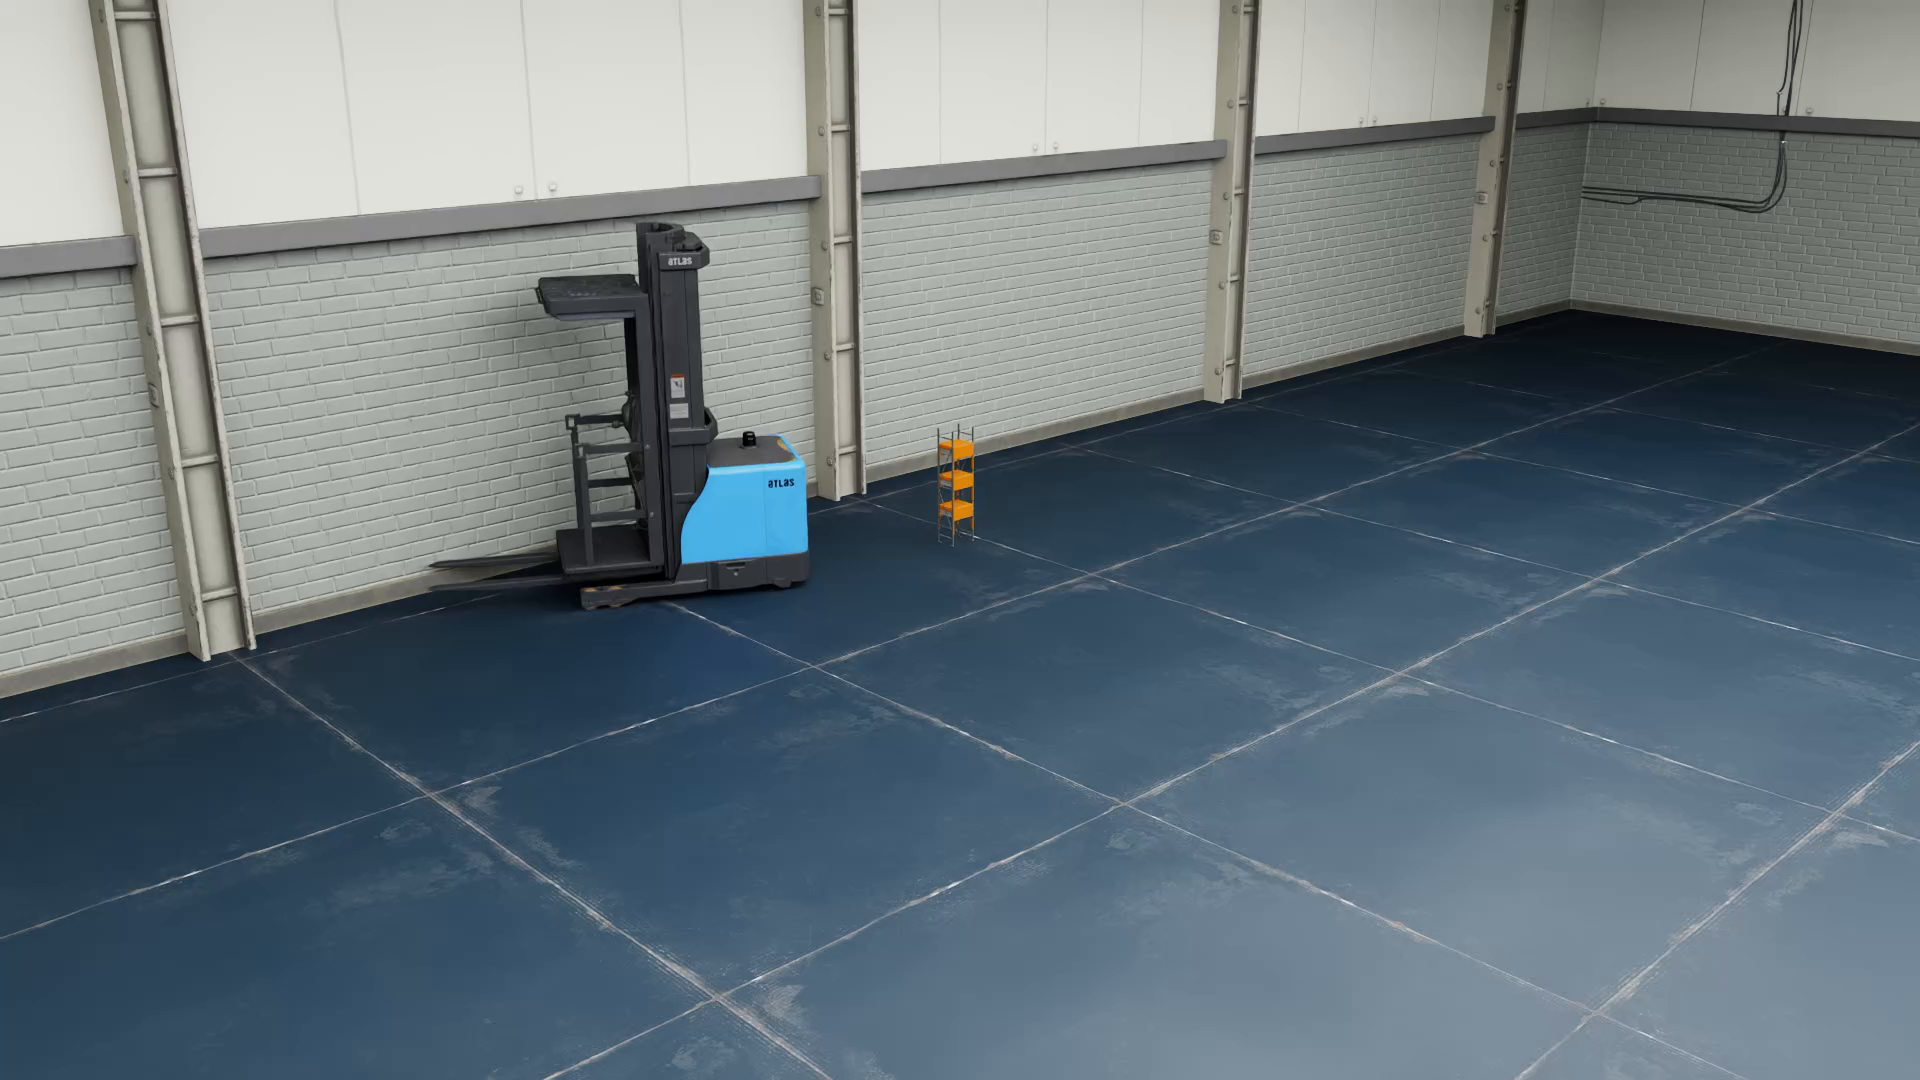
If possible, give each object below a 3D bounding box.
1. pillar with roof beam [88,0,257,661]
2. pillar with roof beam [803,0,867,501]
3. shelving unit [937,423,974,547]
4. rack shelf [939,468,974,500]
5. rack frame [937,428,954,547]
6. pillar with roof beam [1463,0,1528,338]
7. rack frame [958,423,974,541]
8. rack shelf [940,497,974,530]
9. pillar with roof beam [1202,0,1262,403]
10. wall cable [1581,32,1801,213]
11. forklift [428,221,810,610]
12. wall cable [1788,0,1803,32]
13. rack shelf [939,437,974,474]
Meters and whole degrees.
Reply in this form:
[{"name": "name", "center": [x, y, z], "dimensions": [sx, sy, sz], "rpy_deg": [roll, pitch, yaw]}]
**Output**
[{"name": "pillar with roof beam", "center": [-2.569, -2.498, 8.100], "dimensions": [0.400, 9.000, 9.100], "rpy_deg": [-16, 24, -41]}, {"name": "pillar with roof beam", "center": [1.790, -3.770, 12.021], "dimensions": [0.400, 9.000, 9.100], "rpy_deg": [-16, 24, -41]}, {"name": "shelving unit", "center": [-0.039, -0.488, 14.788], "dimensions": [0.252, 1.050, 0.215], "rpy_deg": [-16, 24, -41]}, {"name": "rack shelf", "center": [-0.039, -0.478, 14.791], "dimensions": [0.240, 0.259, 0.215], "rpy_deg": [-16, 24, -41]}, {"name": "rack frame", "center": [-0.127, -0.462, 14.708], "dimensions": [0.008, 1.050, 0.200], "rpy_deg": [-16, 24, -41]}, {"name": "pillar with roof beam", "center": [10.510, -6.312, 19.863], "dimensions": [0.400, 9.000, 9.100], "rpy_deg": [-16, 24, -41]}, {"name": "rack frame", "center": [0.050, -0.514, 14.868], "dimensions": [0.008, 1.050, 0.200], "rpy_deg": [-16, 24, -41]}, {"name": "rack shelf", "center": [-0.039, -0.214, 14.877], "dimensions": [0.240, 0.259, 0.215], "rpy_deg": [-16, 24, -41]}, {"name": "pillar with roof beam", "center": [6.150, -5.041, 15.942], "dimensions": [0.400, 9.000, 9.100], "rpy_deg": [-16, 24, -41]}, {"name": "wall cable", "center": [10.601, -6.128, 24.329], "dimensions": [0.112, 2.526, 3.097], "rpy_deg": [-16, 24, -41]}, {"name": "forklift", "center": [-2.818, -1.019, 13.377], "dimensions": [3.031, 2.935, 1.130], "rpy_deg": [-5, 19, -16]}, {"name": "wall cable", "center": [12.460, -7.924, 21.681], "dimensions": [0.112, 2.526, 3.097], "rpy_deg": [-16, 24, -41]}, {"name": "rack shelf", "center": [-0.039, -0.748, 14.704], "dimensions": [0.240, 0.259, 0.215], "rpy_deg": [-16, 24, -41]}]
